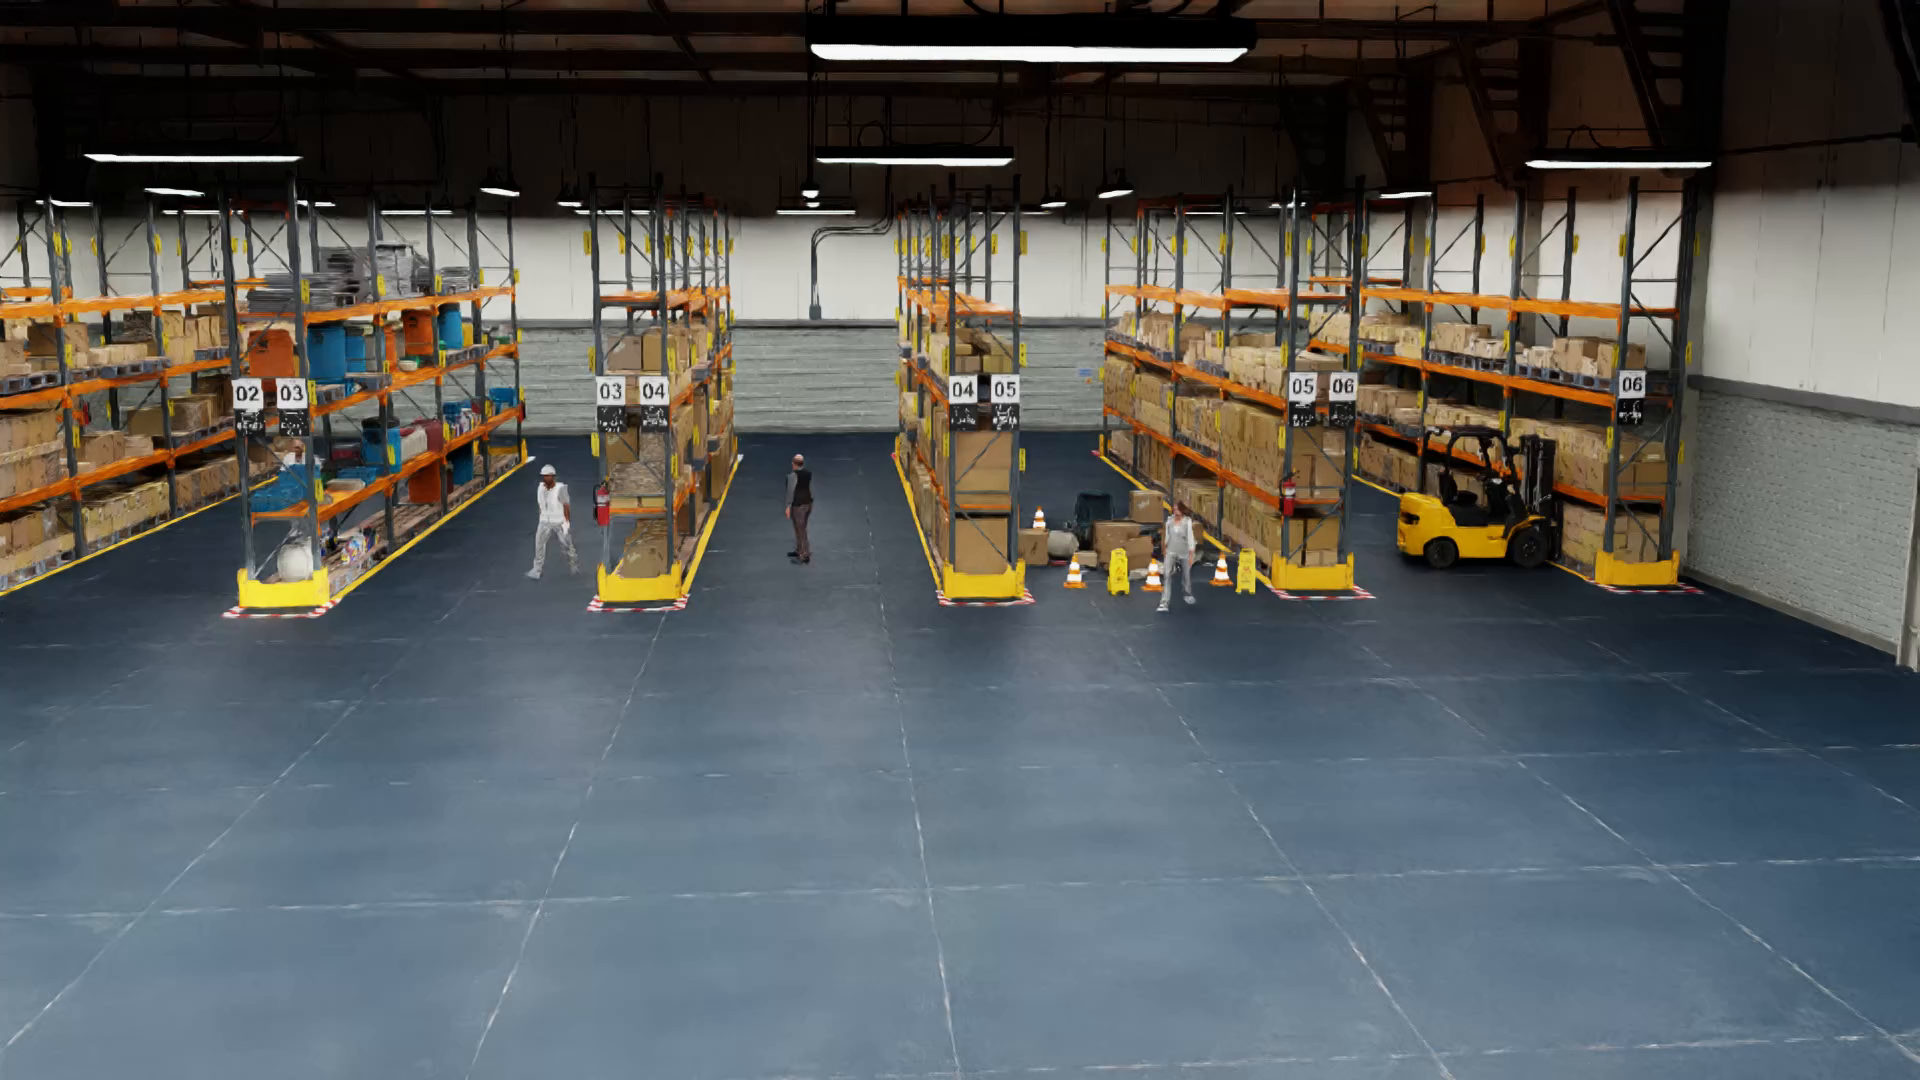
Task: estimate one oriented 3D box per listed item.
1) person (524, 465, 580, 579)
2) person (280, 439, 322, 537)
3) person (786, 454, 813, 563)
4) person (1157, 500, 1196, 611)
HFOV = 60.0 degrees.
[{"bbox_3d":[-6.223,-0.290,25.354,0.608,1.741,0.959,3,11,19],"label":"person"},{"bbox_3d":[-11.395,-0.898,28.834,0.729,1.733,0.544,-1,10,-6],"label":"person"},{"bbox_3d":[-2.604,-0.528,26.684,0.576,1.708,0.626,5,11,25],"label":"person"},{"bbox_3d":[3.044,0.194,23.153,0.455,1.542,0.885,3,11,19],"label":"person"}]
